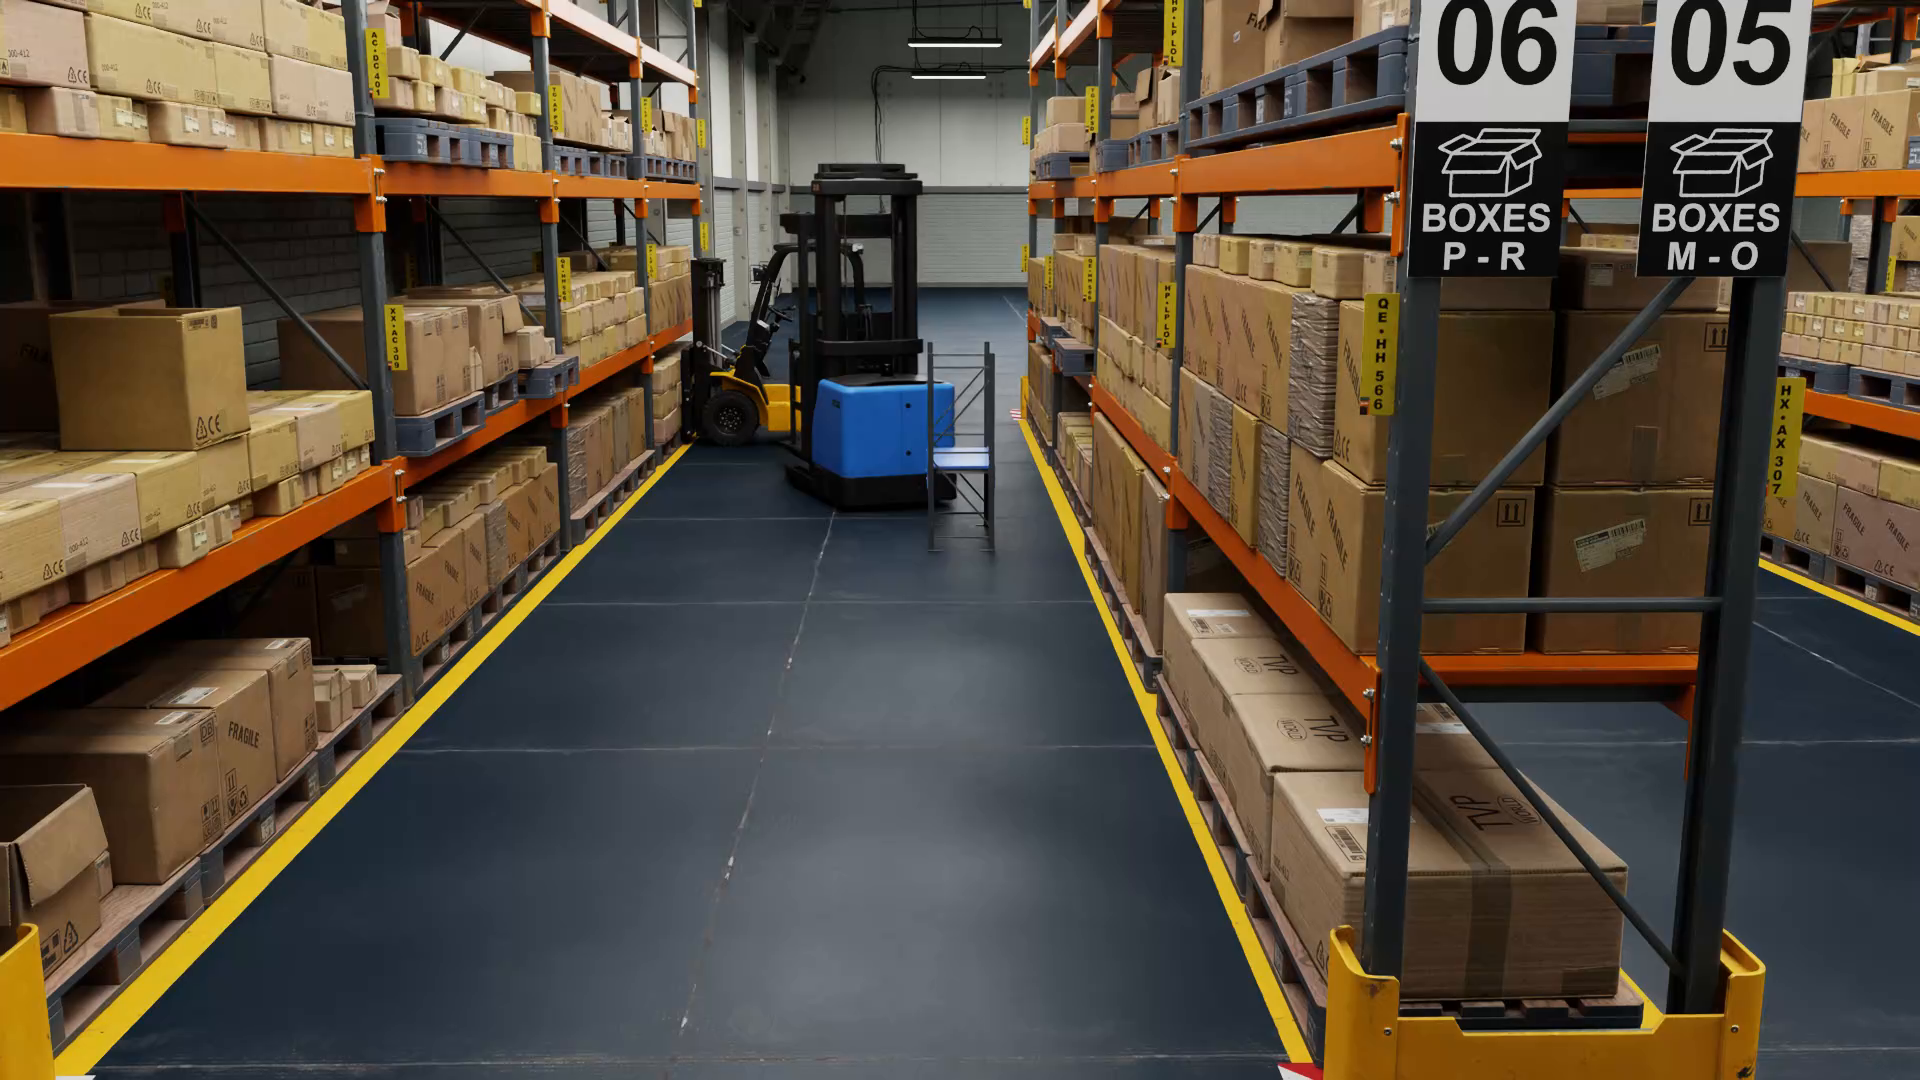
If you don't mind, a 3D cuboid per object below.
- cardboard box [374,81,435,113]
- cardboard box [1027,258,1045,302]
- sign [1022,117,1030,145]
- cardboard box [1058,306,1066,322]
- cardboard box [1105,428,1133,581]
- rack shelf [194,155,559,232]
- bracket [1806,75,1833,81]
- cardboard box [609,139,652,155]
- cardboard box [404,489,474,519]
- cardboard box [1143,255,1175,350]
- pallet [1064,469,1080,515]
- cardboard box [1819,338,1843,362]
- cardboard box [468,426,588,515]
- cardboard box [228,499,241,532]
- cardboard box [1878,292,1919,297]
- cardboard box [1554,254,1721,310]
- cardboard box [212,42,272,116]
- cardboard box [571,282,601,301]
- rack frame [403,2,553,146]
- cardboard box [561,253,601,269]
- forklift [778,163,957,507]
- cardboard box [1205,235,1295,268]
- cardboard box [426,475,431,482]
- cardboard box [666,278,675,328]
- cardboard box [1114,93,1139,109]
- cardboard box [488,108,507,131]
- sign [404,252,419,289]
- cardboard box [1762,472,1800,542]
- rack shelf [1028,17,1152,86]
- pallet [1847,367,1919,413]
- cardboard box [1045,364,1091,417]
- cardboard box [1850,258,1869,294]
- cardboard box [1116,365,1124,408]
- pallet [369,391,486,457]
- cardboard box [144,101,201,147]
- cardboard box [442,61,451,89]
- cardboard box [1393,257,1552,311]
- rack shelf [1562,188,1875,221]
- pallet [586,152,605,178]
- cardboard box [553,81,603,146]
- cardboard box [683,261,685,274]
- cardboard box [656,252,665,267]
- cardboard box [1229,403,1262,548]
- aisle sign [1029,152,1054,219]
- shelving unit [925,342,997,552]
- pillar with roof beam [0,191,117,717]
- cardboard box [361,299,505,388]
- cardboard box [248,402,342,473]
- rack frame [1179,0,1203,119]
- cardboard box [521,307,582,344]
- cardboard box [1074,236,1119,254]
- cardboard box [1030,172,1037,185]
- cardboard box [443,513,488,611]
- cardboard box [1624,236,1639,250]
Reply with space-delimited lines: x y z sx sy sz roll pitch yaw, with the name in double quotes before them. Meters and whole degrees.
"cardboard box" -2.955 -2.301 8.635 0.380 0.149 0.250 0 11 -1
"cardboard box" 1.072 -3.092 19.758 0.500 0.500 0.500 0 11 -2
"sign" 0.797 -4.889 19.871 0.100 0.325 0.005 0 11 -1
"cardboard box" 1.114 -2.120 15.539 0.380 0.149 0.250 0 11 0
"cardboard box" 1.450 -0.252 11.046 0.875 0.875 0.875 0 11 0
"rack shelf" -3.417 -2.101 10.138 1.077 0.370 4.000 0 11 -1
"bracket" 25.963 -14.062 50.684 0.076 0.066 3.189 0 11 -1
"cardboard box" -3.246 -3.869 16.365 0.380 0.149 0.250 0 11 0
"cardboard box" -3.207 -0.217 10.183 0.380 0.149 0.250 0 11 1
"cardboard box" 1.309 -1.337 9.340 0.500 0.500 0.500 0 11 0
"pallet" 1.467 -0.433 14.664 1.003 0.211 1.213 0 11 -1
"cardboard box" 6.270 -1.329 11.642 0.380 0.149 0.250 0 11 2
"cardboard box" -3.457 -0.548 13.130 0.875 0.625 0.625 0 11 1
"cardboard box" -3.102 -0.094 6.611 0.380 0.149 0.250 0 11 -1
"cardboard box" 6.920 -1.722 12.081 0.380 0.149 0.250 -1 11 -3
"cardboard box" 1.939 -0.741 4.770 0.380 0.149 0.250 0 11 0
"cardboard box" -3.095 -1.829 6.614 0.500 0.250 0.500 0 11 0
"cardboard box" -3.207 -2.070 13.833 0.380 0.149 0.250 0 11 0
"rack frame" -3.458 -4.322 11.728 1.000 3.000 0.127 0 11 -1
"cardboard box" -3.813 -2.802 16.693 0.380 0.149 0.250 -1 11 -3
"forklift" -1.013 -1.967 15.385 1.130 2.935 3.031 -4 12 -20
"cardboard box" 1.355 -1.350 7.770 0.380 0.149 0.250 0 11 0
"cardboard box" -3.782 -0.419 11.179 0.380 0.149 0.250 -1 11 -4
"cardboard box" -3.328 -2.519 17.680 0.500 0.500 0.500 0 11 -2
"cardboard box" 1.604 -3.728 14.409 0.500 0.250 0.500 0 11 0
"cardboard box" -3.196 -2.751 10.904 0.380 0.149 0.250 0 11 -1
"sign" -4.013 -1.946 12.195 0.100 0.325 0.005 0 11 -1
"cardboard box" 6.211 -0.282 12.137 0.500 0.500 0.500 -1 11 -4
"rack shelf" 1.380 -5.181 17.783 1.077 0.370 4.000 0 11 -1
"pallet" 6.533 -0.956 10.708 1.003 0.211 1.213 0 11 -1
"cardboard box" 1.141 -1.540 17.080 0.500 0.500 0.500 0 11 -2
"cardboard box" 11.231 -3.119 19.889 0.875 0.500 0.500 0 11 -1
"cardboard box" 1.296 -1.025 10.942 0.500 0.250 0.500 0 11 1
"pallet" -3.283 -0.652 9.210 1.003 0.211 1.213 0 11 -1
"cardboard box" -3.002 -1.508 6.034 0.380 0.149 0.250 0 11 -1
"cardboard box" -3.014 -2.550 9.113 0.380 0.149 0.250 0 11 -2
"cardboard box" 1.462 -0.740 4.764 0.380 0.149 0.250 0 11 0
"rack shelf" 6.410 -2.958 14.361 1.077 0.370 4.000 0 11 -1
"pallet" -3.588 -3.116 13.804 1.003 0.211 1.213 0 11 1
"cardboard box" -3.251 -3.503 13.677 0.500 0.500 0.500 0 11 0
"cardboard box" -3.311 -3.066 18.746 0.380 0.149 0.250 -1 11 -3
"cardboard box" -3.263 -2.908 17.217 0.380 0.149 0.250 0 11 0
"cardboard box" 1.356 -0.261 6.549 0.500 0.500 0.500 0 11 1
"aisle sign" 1.028 -4.278 20.063 0.394 0.787 0.004 0 11 -1
"shelving unit" -0.002 -0.752 12.994 0.538 1.500 1.048 0 11 -1
"pillar with roof beam" 0.042 -3.402 7.196 9.100 9.000 0.400 0 11 -1
"cardboard box" -3.189 -1.197 10.109 0.700 0.500 0.500 0 11 -1
"cardboard box" -3.096 -0.459 7.406 0.500 0.250 0.500 0 11 -1
"rack frame" 1.587 -3.548 7.913 1.000 3.000 0.127 0 11 -1
"cardboard box" -3.198 -1.642 12.730 0.500 0.250 0.500 0 11 -1
"cardboard box" 1.203 -2.606 14.672 0.380 0.149 0.250 0 11 2
"cardboard box" 1.021 -4.273 19.663 0.380 0.149 0.250 0 11 -1
"cardboard box" -3.187 0.131 10.101 0.500 0.500 0.500 -1 11 -3
"cardboard box" 6.407 -2.476 14.953 0.700 0.500 0.500 0 11 -1
